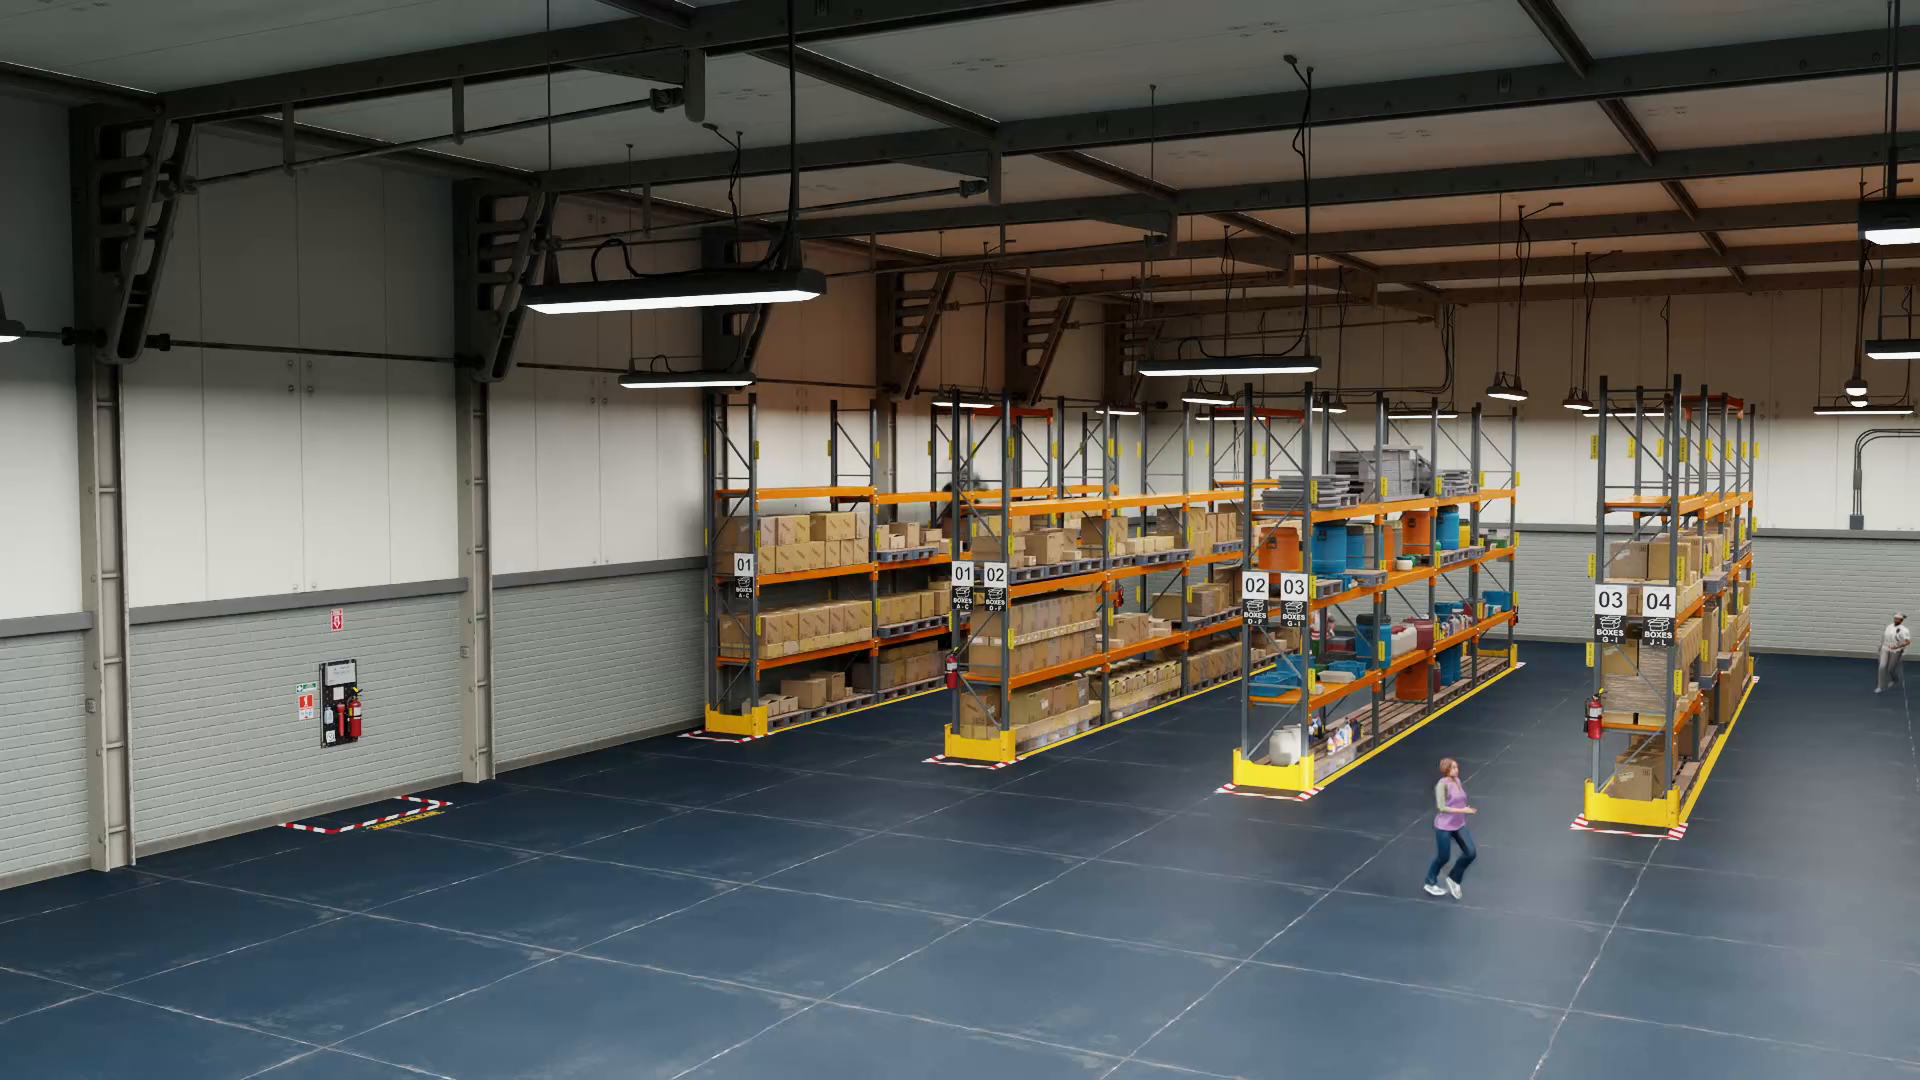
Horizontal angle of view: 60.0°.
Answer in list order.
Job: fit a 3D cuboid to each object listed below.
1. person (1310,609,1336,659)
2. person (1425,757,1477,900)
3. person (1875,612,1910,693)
[{"bbox_3d":[7.689,2.155,35.583,0.644,1.806,0.915,1,3,16],"label":"person"},{"bbox_3d":[5.455,3.201,18.448,0.509,1.591,0.657,-2,4,-34],"label":"person"},{"bbox_3d":[19.280,2.319,34.359,0.789,1.687,0.619,-2,4,-35],"label":"person"}]
